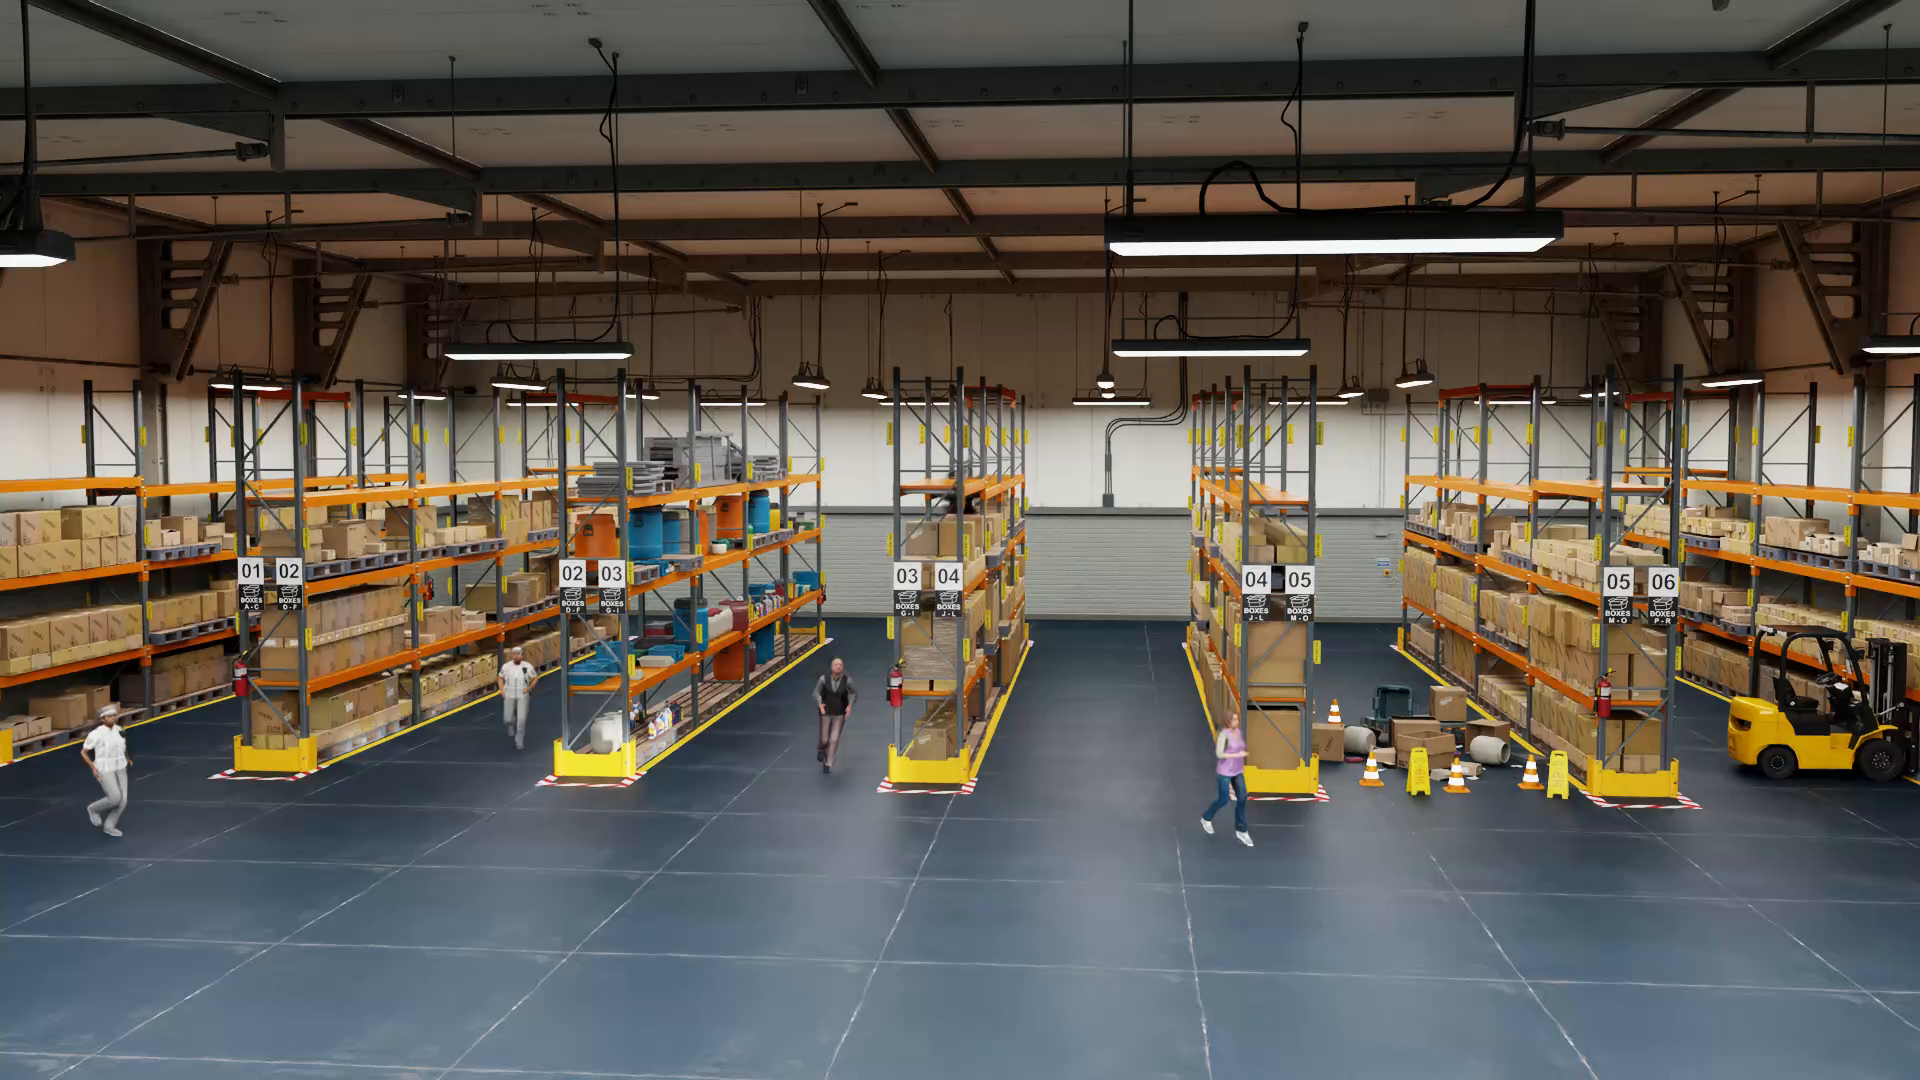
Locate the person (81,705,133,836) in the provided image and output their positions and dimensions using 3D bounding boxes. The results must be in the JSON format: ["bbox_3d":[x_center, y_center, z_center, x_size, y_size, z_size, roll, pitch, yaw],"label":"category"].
[{"bbox_3d":[-10.665,2.890,20.883,0.555,1.655,0.582,2,4,25],"label":"person"}]

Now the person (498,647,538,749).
[{"bbox_3d":[-7.143,2.535,26.857,0.645,1.632,0.549,0,4,-7],"label":"person"}]

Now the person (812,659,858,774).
[{"bbox_3d":[-1.871,2.628,24.982,0.689,1.709,0.687,0,4,-6],"label":"person"}]

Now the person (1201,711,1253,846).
[{"bbox_3d":[3.309,2.916,20.593,0.575,1.631,0.771,-3,5,-41],"label":"person"}]
